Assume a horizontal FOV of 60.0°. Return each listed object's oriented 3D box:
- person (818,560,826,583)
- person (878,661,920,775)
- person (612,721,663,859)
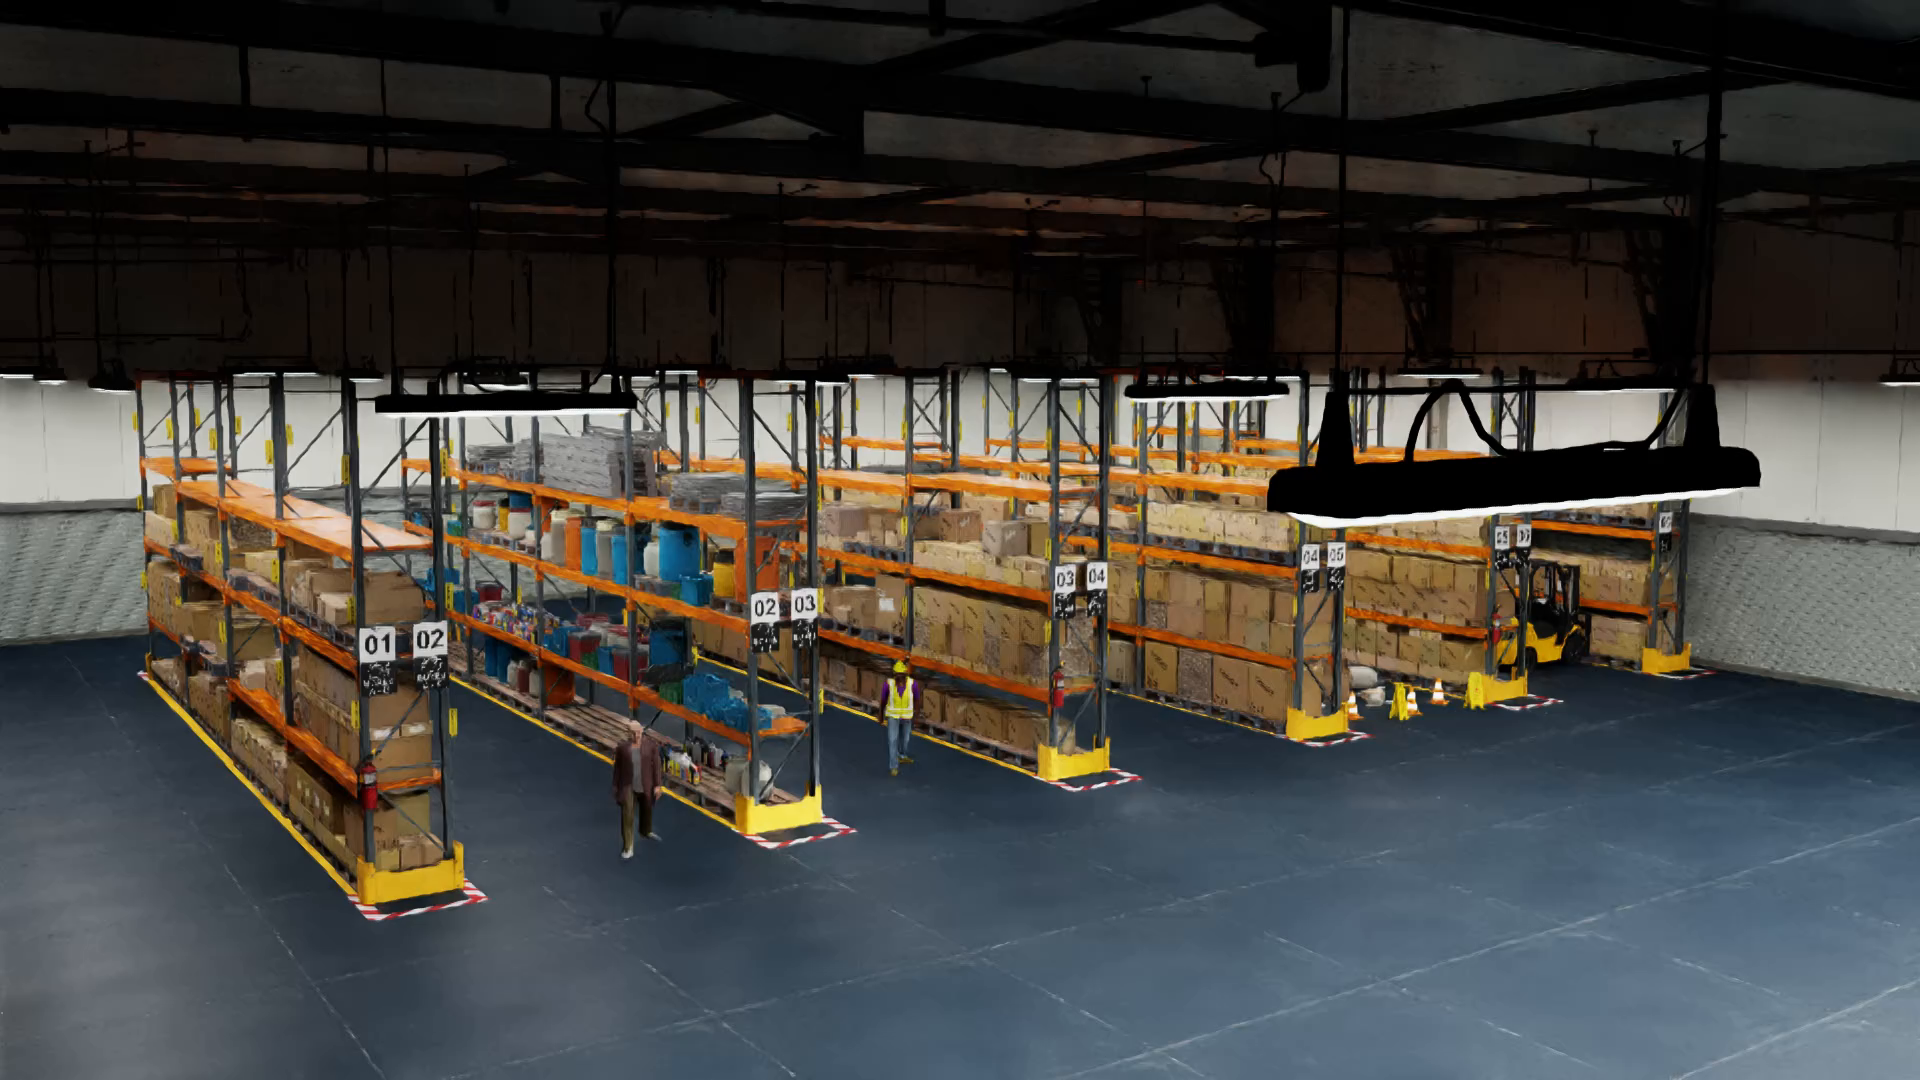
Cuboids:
[{"bbox_3d":[-3.231,1.251,37.891,0.446,1.590,1.110,-4,8,-31],"label":"person"},{"bbox_3d":[-0.908,2.657,25.131,0.615,1.716,0.973,-1,7,-12],"label":"person"},{"bbox_3d":[-4.083,3.107,21.045,0.635,1.722,1.046,-2,7,-13],"label":"person"}]
